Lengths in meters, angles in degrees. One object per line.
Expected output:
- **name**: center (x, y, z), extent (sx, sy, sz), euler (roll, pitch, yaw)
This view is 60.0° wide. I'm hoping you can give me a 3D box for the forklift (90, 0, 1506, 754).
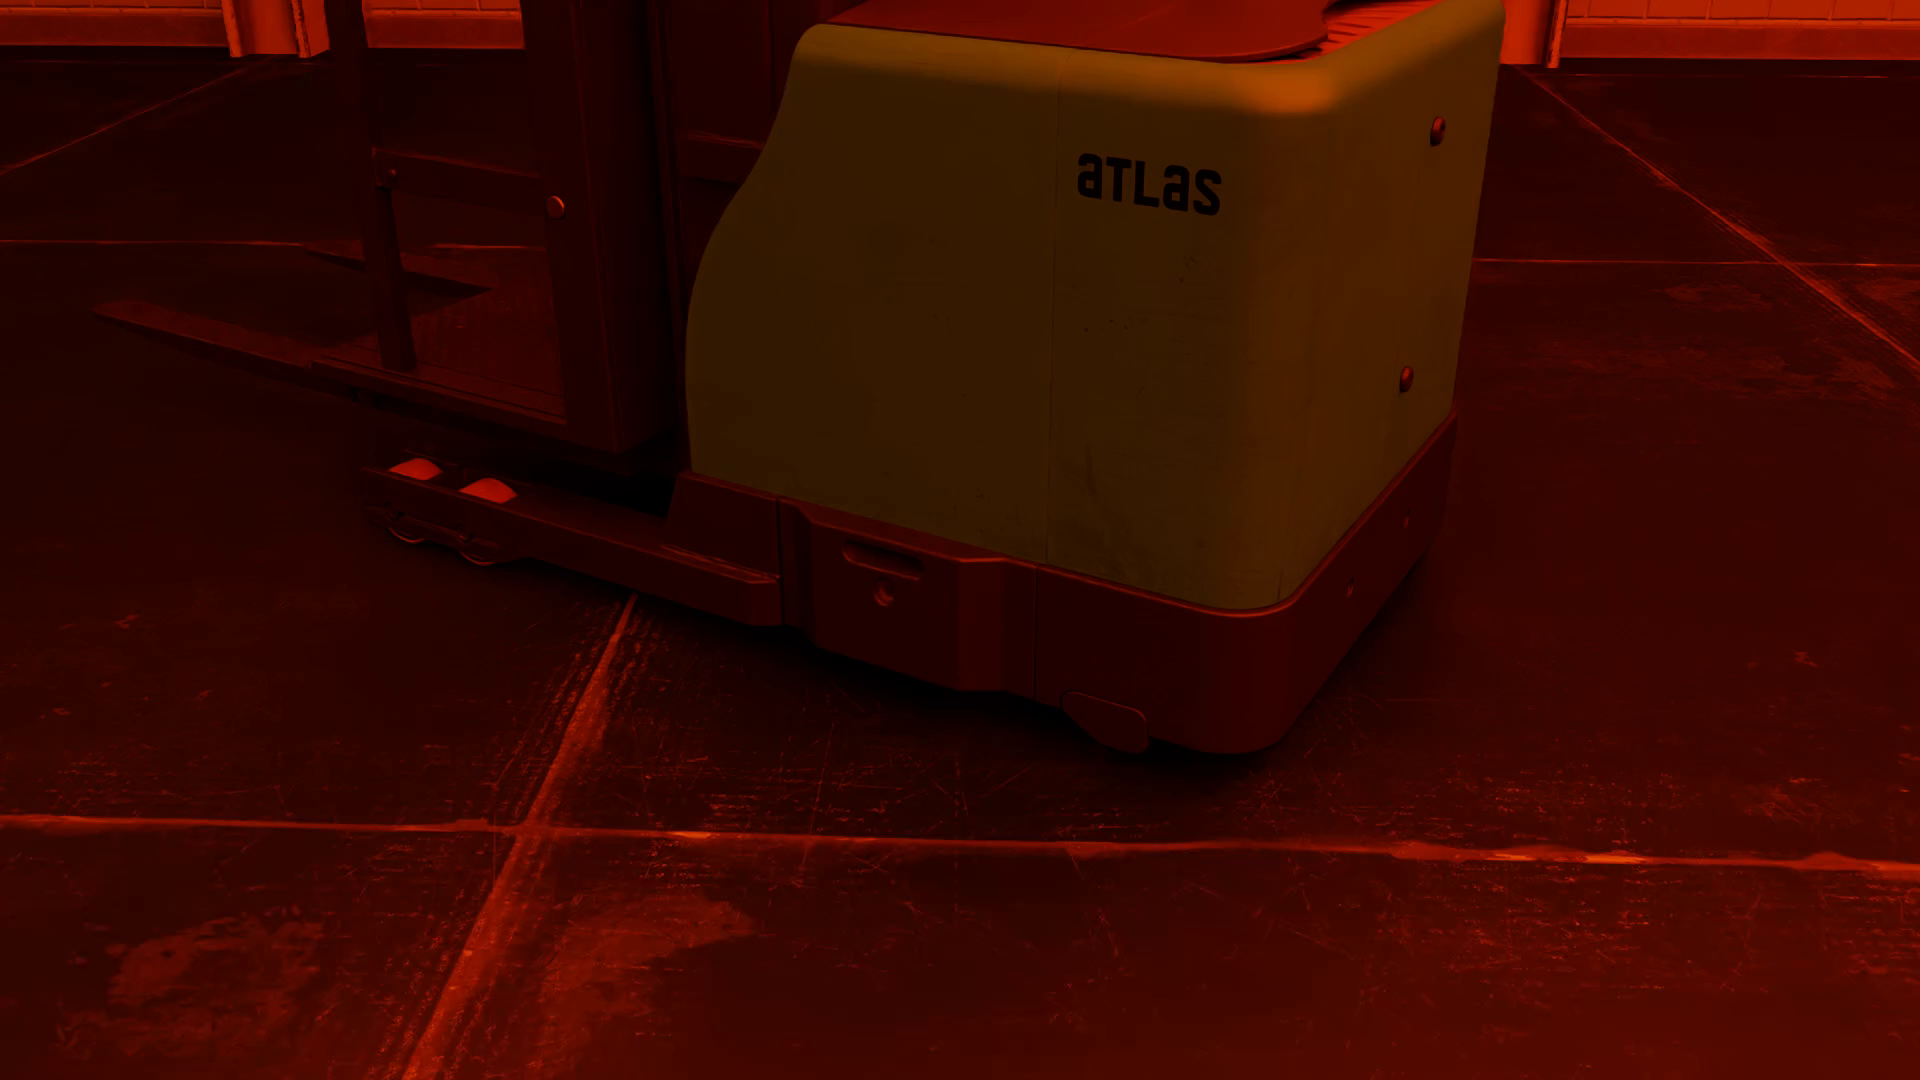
- **forklift**: center (-0.592, -1.449, 2.957), extent (3.031, 2.935, 1.130), euler (15, 30, 27)
